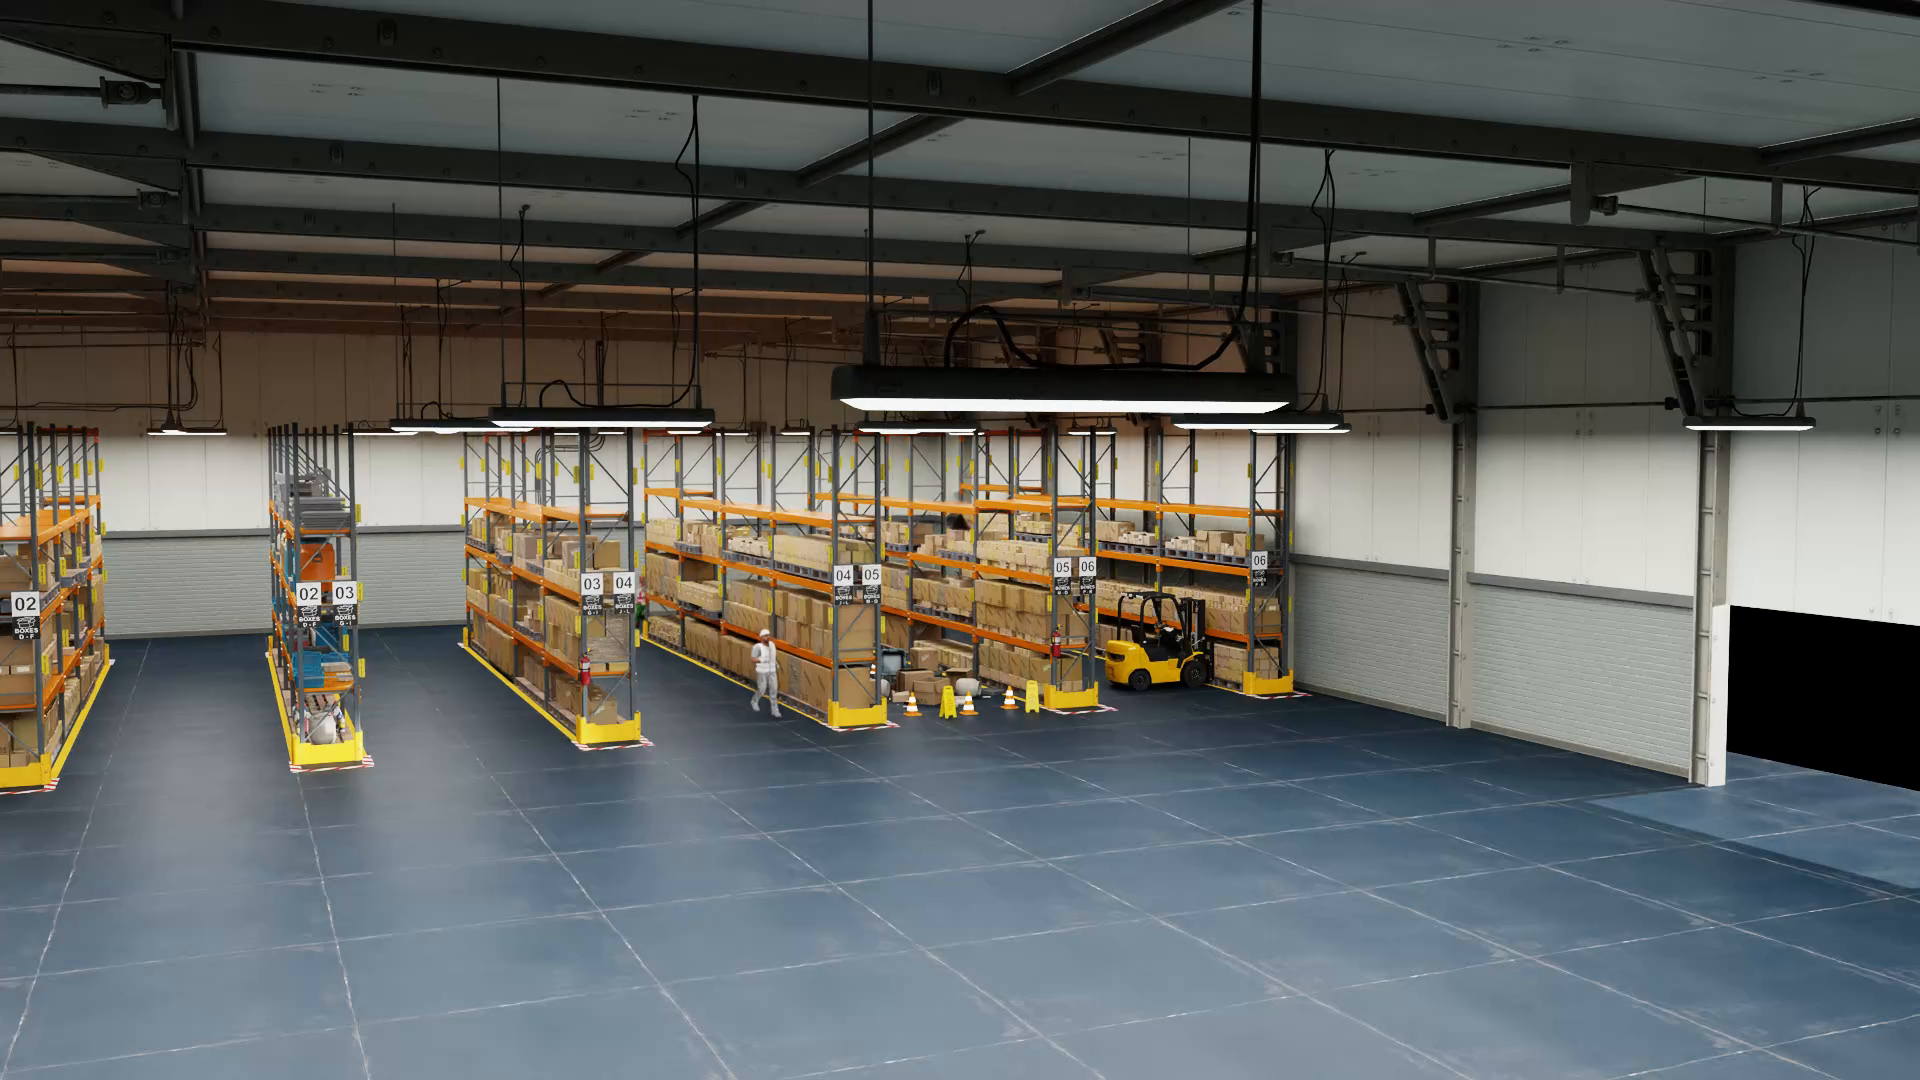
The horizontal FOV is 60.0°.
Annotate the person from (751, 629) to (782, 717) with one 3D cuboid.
[{"bbox_3d":[-3.975,2.713,34.129,0.685,1.763,0.971,-3,4,-37],"label":"person"}]

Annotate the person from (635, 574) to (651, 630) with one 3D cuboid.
[{"bbox_3d":[-9.303,1.859,48.777,0.846,1.759,0.723,-3,5,-41],"label":"person"}]

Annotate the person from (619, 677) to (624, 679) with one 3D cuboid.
[{"bbox_3d":[-8.272,2.455,39.780,0.559,1.759,0.749,-2,4,-26],"label":"person"}]
